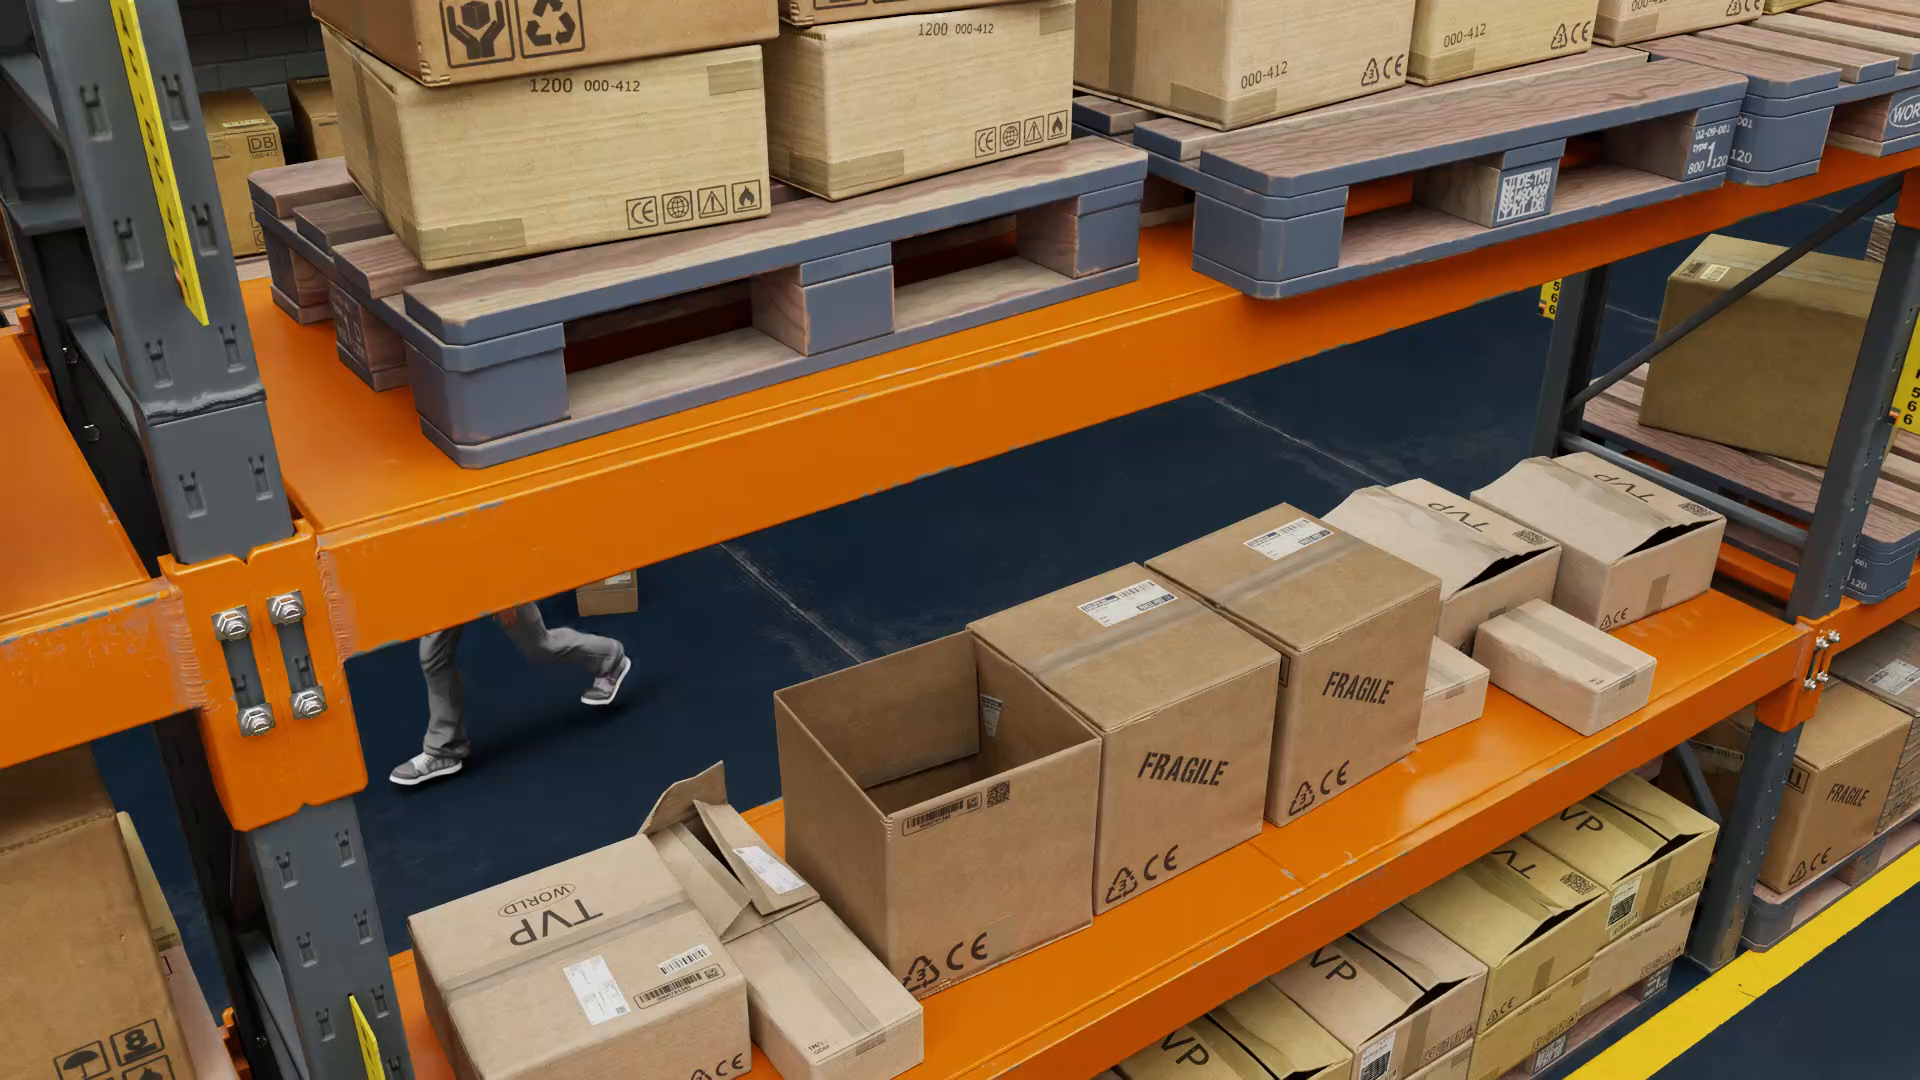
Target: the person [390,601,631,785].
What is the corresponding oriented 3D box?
[{"bbox_3d":[-1.664,0.107,5.963,0.417,1.534,0.980,23,36,35],"label":"person"}]
